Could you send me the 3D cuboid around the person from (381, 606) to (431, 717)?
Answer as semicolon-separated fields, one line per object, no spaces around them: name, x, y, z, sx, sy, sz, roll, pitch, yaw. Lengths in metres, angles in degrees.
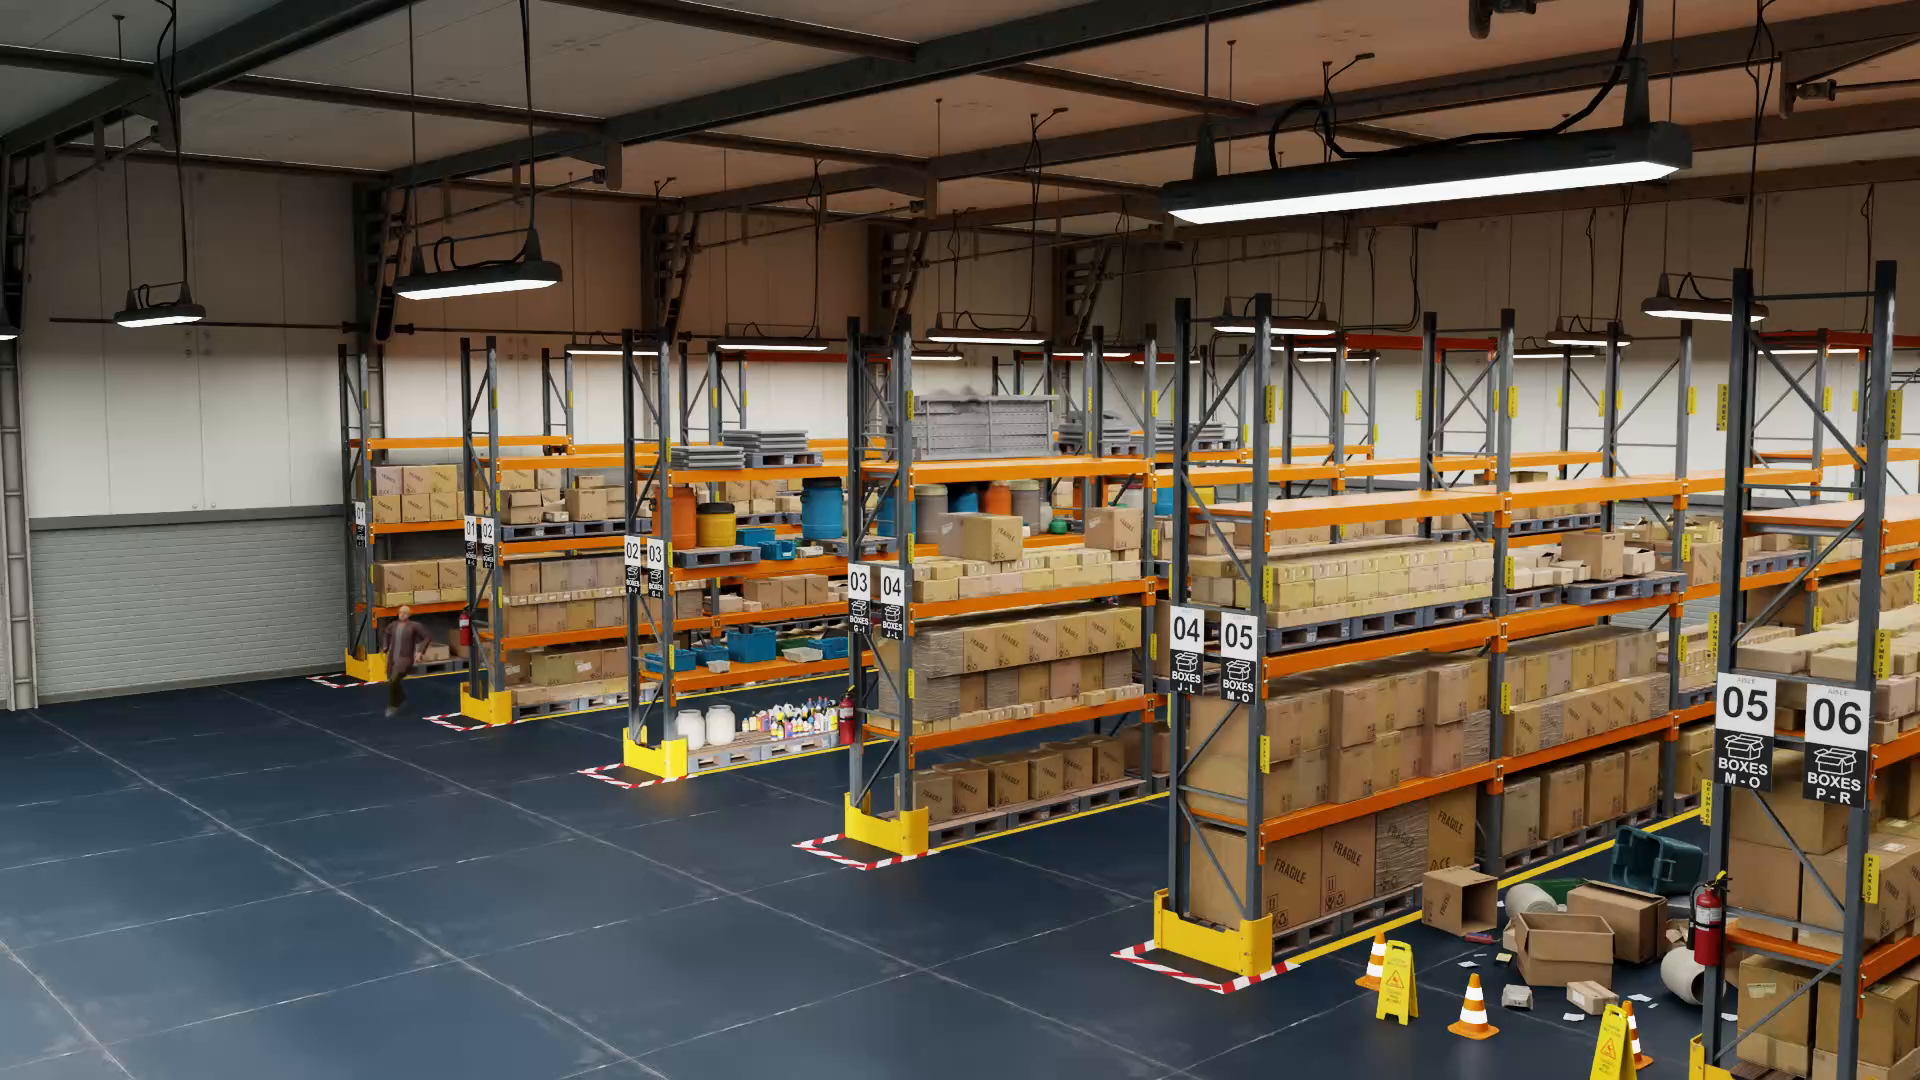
person;-8.885;1.932;26.542;0.771;1.788;0.727;2;5;19
